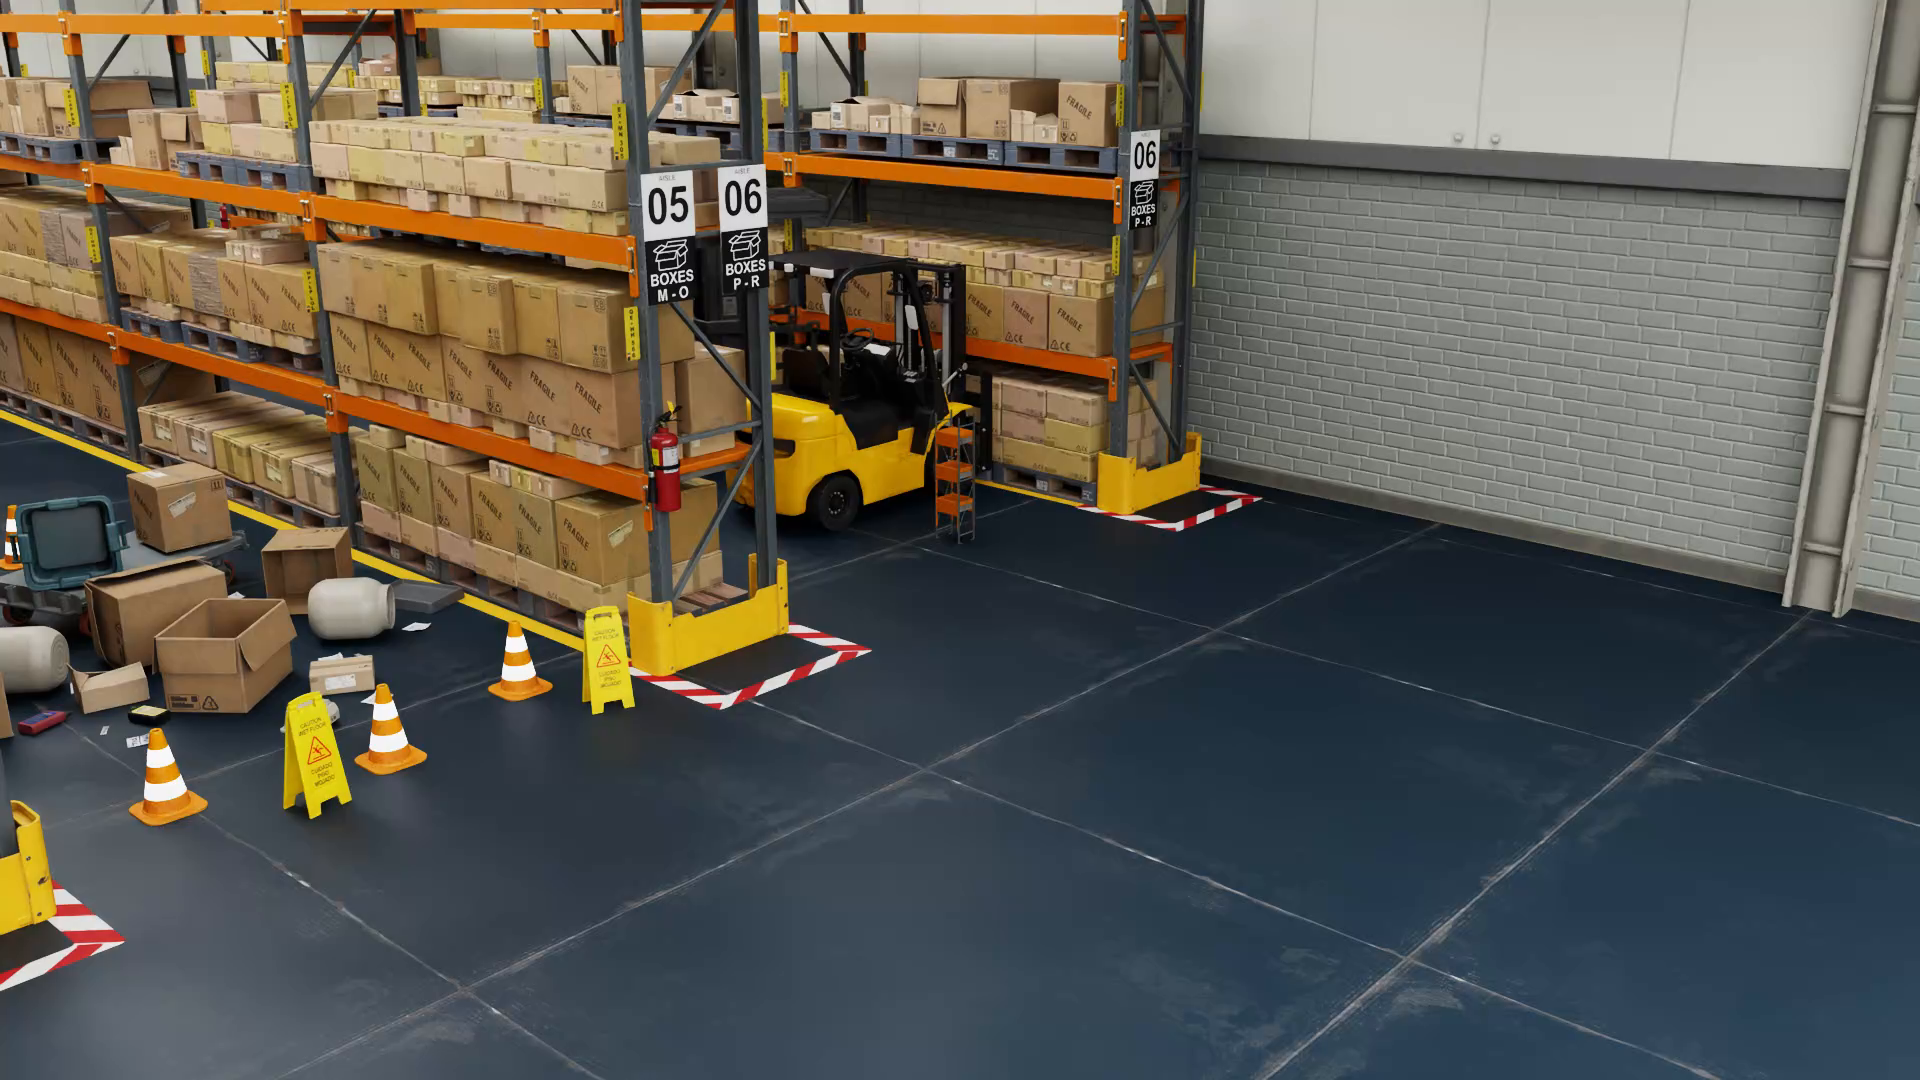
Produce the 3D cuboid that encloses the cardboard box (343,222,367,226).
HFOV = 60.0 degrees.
[{"bbox_3d":[-7.854,-4.336,22.071,0.500,0.250,0.500,16,23,41],"label":"cardboard box"}]

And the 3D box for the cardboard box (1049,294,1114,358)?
[{"bbox_3d":[1.122,-1.896,14.462,0.500,0.500,0.500,14,23,38],"label":"cardboard box"}]

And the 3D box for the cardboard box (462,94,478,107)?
[{"bbox_3d":[-5.689,-5.244,19.808,0.250,0.149,0.380,16,24,41],"label":"cardboard box"}]

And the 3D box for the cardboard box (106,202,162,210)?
[{"bbox_3d":[-8.195,-3.067,16.500,0.500,0.500,0.500,15,23,39],"label":"cardboard box"}]

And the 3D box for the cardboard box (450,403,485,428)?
[{"bbox_3d":[-3.439,-0.929,11.997,0.250,0.149,0.380,15,23,39],"label":"cardboard box"}]

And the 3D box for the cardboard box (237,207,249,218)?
[{"bbox_3d":[-10.239,-4.774,24.110,0.250,0.149,0.380,15,23,39],"label":"cardboard box"}]

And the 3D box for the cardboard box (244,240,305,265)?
[{"bbox_3d":[-5.639,-2.364,13.678,0.250,0.149,0.380,14,22,38],"label":"cardboard box"}]

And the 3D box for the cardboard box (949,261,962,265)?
[{"bbox_3d":[0.116,-2.494,15.275,0.250,0.149,0.380,15,23,39],"label":"cardboard box"}]

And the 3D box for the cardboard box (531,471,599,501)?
[{"bbox_3d":[-2.719,-0.402,11.458,0.250,0.149,0.380,16,24,41],"label":"cardboard box"}]

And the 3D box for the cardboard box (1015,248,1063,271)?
[{"bbox_3d":[0.701,-2.487,14.761,0.250,0.149,0.380,15,23,40],"label":"cardboard box"}]

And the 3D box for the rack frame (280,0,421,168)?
[{"bbox_3d":[-4.619,-4.348,12.435,0.127,3.000,1.000,15,23,39],"label":"rack frame"}]

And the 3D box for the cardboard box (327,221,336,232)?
[{"bbox_3d":[-8.315,-4.258,22.486,0.250,0.149,0.380,16,23,41],"label":"cardboard box"}]

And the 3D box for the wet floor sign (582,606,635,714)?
[{"bbox_3d":[-2.196,0.717,10.285,0.267,0.644,0.232,-9,20,-27],"label":"wet floor sign"}]

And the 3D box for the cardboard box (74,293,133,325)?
[{"bbox_3d":[-8.162,-2.263,16.030,0.500,0.250,0.500,14,22,37],"label":"cardboard box"}]

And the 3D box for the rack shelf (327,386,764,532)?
[{"bbox_3d":[-3.123,-0.744,12.186,4.000,0.370,1.077,15,23,39],"label":"rack shelf"}]

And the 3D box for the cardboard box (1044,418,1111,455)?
[{"bbox_3d":[1.093,-0.964,14.714,0.500,0.250,0.500,15,23,39],"label":"cardboard box"}]

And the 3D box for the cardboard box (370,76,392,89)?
[{"bbox_3d":[-7.132,-5.721,20.786,0.250,0.149,0.380,16,23,40],"label":"cardboard box"}]

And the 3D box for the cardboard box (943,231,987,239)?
[{"bbox_3d":[0.048,-2.850,15.905,0.250,0.149,0.380,15,23,39],"label":"cardboard box"}]

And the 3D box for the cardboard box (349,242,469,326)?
[{"bbox_3d":[-4.067,-1.909,12.359,0.500,0.500,0.700,15,23,40],"label":"cardboard box"}]

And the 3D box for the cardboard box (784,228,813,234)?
[{"bbox_3d":[-1.614,-3.154,17.352,0.250,0.149,0.380,14,22,37],"label":"cardboard box"}]

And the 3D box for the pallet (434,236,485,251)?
[{"bbox_3d":[-5.777,-3.713,20.670,1.213,0.211,1.003,15,23,39],"label":"pallet"}]

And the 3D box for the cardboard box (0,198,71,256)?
[{"bbox_3d":[-9.301,-3.166,16.810,0.500,0.500,0.500,15,23,38],"label":"cardboard box"}]

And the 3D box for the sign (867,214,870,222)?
[{"bbox_3d":[-0.960,-3.188,17.137,0.005,0.325,0.100,15,23,39],"label":"sign"}]

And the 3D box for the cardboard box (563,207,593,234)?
[{"bbox_3d":[-2.288,-2.046,10.556,0.250,0.149,0.380,15,23,40],"label":"cardboard box"}]

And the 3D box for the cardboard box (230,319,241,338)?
[{"bbox_3d":[-5.941,-1.818,14.101,0.250,0.149,0.380,15,23,39],"label":"cardboard box"}]

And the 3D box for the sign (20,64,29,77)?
[{"bbox_3d":[-10.250,-5.045,18.217,0.005,0.325,0.100,15,23,39],"label":"sign"}]

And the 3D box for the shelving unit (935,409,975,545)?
[{"bbox_3d":[-0.040,-0.511,13.487,0.252,1.050,0.215,15,23,39],"label":"shelving unit"}]

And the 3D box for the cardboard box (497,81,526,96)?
[{"bbox_3d":[-5.132,-5.226,19.258,0.250,0.149,0.380,14,22,37],"label":"cardboard box"}]

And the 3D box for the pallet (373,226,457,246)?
[{"bbox_3d":[-6.786,-3.942,21.390,1.213,0.211,1.003,15,23,39],"label":"pallet"}]

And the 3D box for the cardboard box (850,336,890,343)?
[{"bbox_3d":[-0.831,-1.923,16.911,0.500,0.250,0.500,16,23,40],"label":"cardboard box"}]

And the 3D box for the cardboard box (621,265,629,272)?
[{"bbox_3d":[-3.387,-2.995,18.339,0.500,0.250,0.500,14,22,38],"label":"cardboard box"}]

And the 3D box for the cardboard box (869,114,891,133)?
[{"bbox_3d":[-0.619,-3.857,15.402,0.250,0.149,0.380,16,24,41],"label":"cardboard box"}]

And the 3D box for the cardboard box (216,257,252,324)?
[{"bbox_3d":[-5.871,-2.123,13.991,0.500,0.500,0.500,16,24,41],"label":"cardboard box"}]

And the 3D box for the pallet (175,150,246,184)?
[{"bbox_3d":[-5.788,-3.184,14.037,1.003,0.211,1.213,15,23,39],"label":"pallet"}]

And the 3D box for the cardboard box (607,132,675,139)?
[{"bbox_3d":[-2.103,-2.604,10.996,0.250,0.149,0.380,15,23,39],"label":"cardboard box"}]

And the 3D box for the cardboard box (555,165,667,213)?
[{"bbox_3d":[-2.189,-2.227,10.467,0.500,0.250,0.500,15,23,39],"label":"cardboard box"}]

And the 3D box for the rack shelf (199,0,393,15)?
[{"bbox_3d":[-8.807,-7.135,22.412,4.000,0.370,1.077,15,23,39],"label":"rack shelf"}]

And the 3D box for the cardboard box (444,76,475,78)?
[{"bbox_3d":[-6.241,-5.676,20.644,0.250,0.149,0.380,14,22,38],"label":"cardboard box"}]

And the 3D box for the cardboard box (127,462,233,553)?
[{"bbox_3d":[-5.778,-0.249,12.318,0.500,0.500,0.500,15,23,39],"label":"cardboard box"}]

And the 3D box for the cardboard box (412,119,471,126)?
[{"bbox_3d":[-3.857,-3.057,12.423,0.250,0.149,0.380,16,23,41],"label":"cardboard box"}]

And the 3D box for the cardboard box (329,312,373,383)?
[{"bbox_3d":[-4.475,-1.526,12.805,0.500,0.500,0.500,15,23,39],"label":"cardboard box"}]

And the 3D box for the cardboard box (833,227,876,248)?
[{"bbox_3d":[-1.019,-2.951,16.223,0.250,0.149,0.380,15,23,40],"label":"cardboard box"}]

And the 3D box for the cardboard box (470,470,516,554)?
[{"bbox_3d":[-3.165,-0.241,12.024,0.500,0.500,0.500,14,23,38],"label":"cardboard box"}]

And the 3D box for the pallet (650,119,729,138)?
[{"bbox_3d":[-2.914,-4.415,17.918,1.213,0.211,1.003,16,24,42],"label":"pallet"}]

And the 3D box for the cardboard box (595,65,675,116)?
[{"bbox_3d":[-3.495,-4.861,17.986,0.500,0.500,0.700,14,23,38],"label":"cardboard box"}]

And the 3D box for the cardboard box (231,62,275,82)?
[{"bbox_3d":[-9.770,-6.507,23.129,0.500,0.250,0.500,15,23,39],"label":"cardboard box"}]

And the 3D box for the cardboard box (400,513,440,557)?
[{"bbox_3d":[-3.951,-0.094,12.799,0.500,0.250,0.500,17,24,42],"label":"cardboard box"}]

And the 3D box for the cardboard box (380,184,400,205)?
[{"bbox_3d":[-3.971,-2.531,12.084,0.250,0.149,0.380,16,24,41],"label":"cardboard box"}]

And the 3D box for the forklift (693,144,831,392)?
[{"bbox_3d":[-1.777,-2.261,15.891,3.031,2.935,1.130,-6,18,-17],"label":"forklift"}]

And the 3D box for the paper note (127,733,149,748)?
[{"bbox_3d":[-4.852,1.181,9.844,0.144,0.017,0.142,-9,20,-27],"label":"paper note"}]

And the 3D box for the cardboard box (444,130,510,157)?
[{"bbox_3d":[-3.246,-2.677,11.225,0.250,0.149,0.380,16,23,41],"label":"cardboard box"}]

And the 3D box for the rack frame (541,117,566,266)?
[{"bbox_3d":[-4.319,-3.415,19.414,0.127,3.000,1.000,15,23,39],"label":"rack frame"}]

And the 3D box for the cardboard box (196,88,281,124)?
[{"bbox_3d":[-5.915,-3.572,13.678,0.500,0.250,0.500,16,23,40],"label":"cardboard box"}]

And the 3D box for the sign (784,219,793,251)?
[{"bbox_3d":[-1.680,-3.001,16.327,0.005,0.325,0.100,15,23,39],"label":"sign"}]

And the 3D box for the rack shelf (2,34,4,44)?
[{"bbox_3d":[-12.099,-5.822,18.931,4.000,0.370,1.077,15,23,39],"label":"rack shelf"}]

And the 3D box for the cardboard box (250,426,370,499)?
[{"bbox_3d":[-5.553,-0.684,14.459,0.950,0.372,0.625,-17,24,-42],"label":"cardboard box"}]
